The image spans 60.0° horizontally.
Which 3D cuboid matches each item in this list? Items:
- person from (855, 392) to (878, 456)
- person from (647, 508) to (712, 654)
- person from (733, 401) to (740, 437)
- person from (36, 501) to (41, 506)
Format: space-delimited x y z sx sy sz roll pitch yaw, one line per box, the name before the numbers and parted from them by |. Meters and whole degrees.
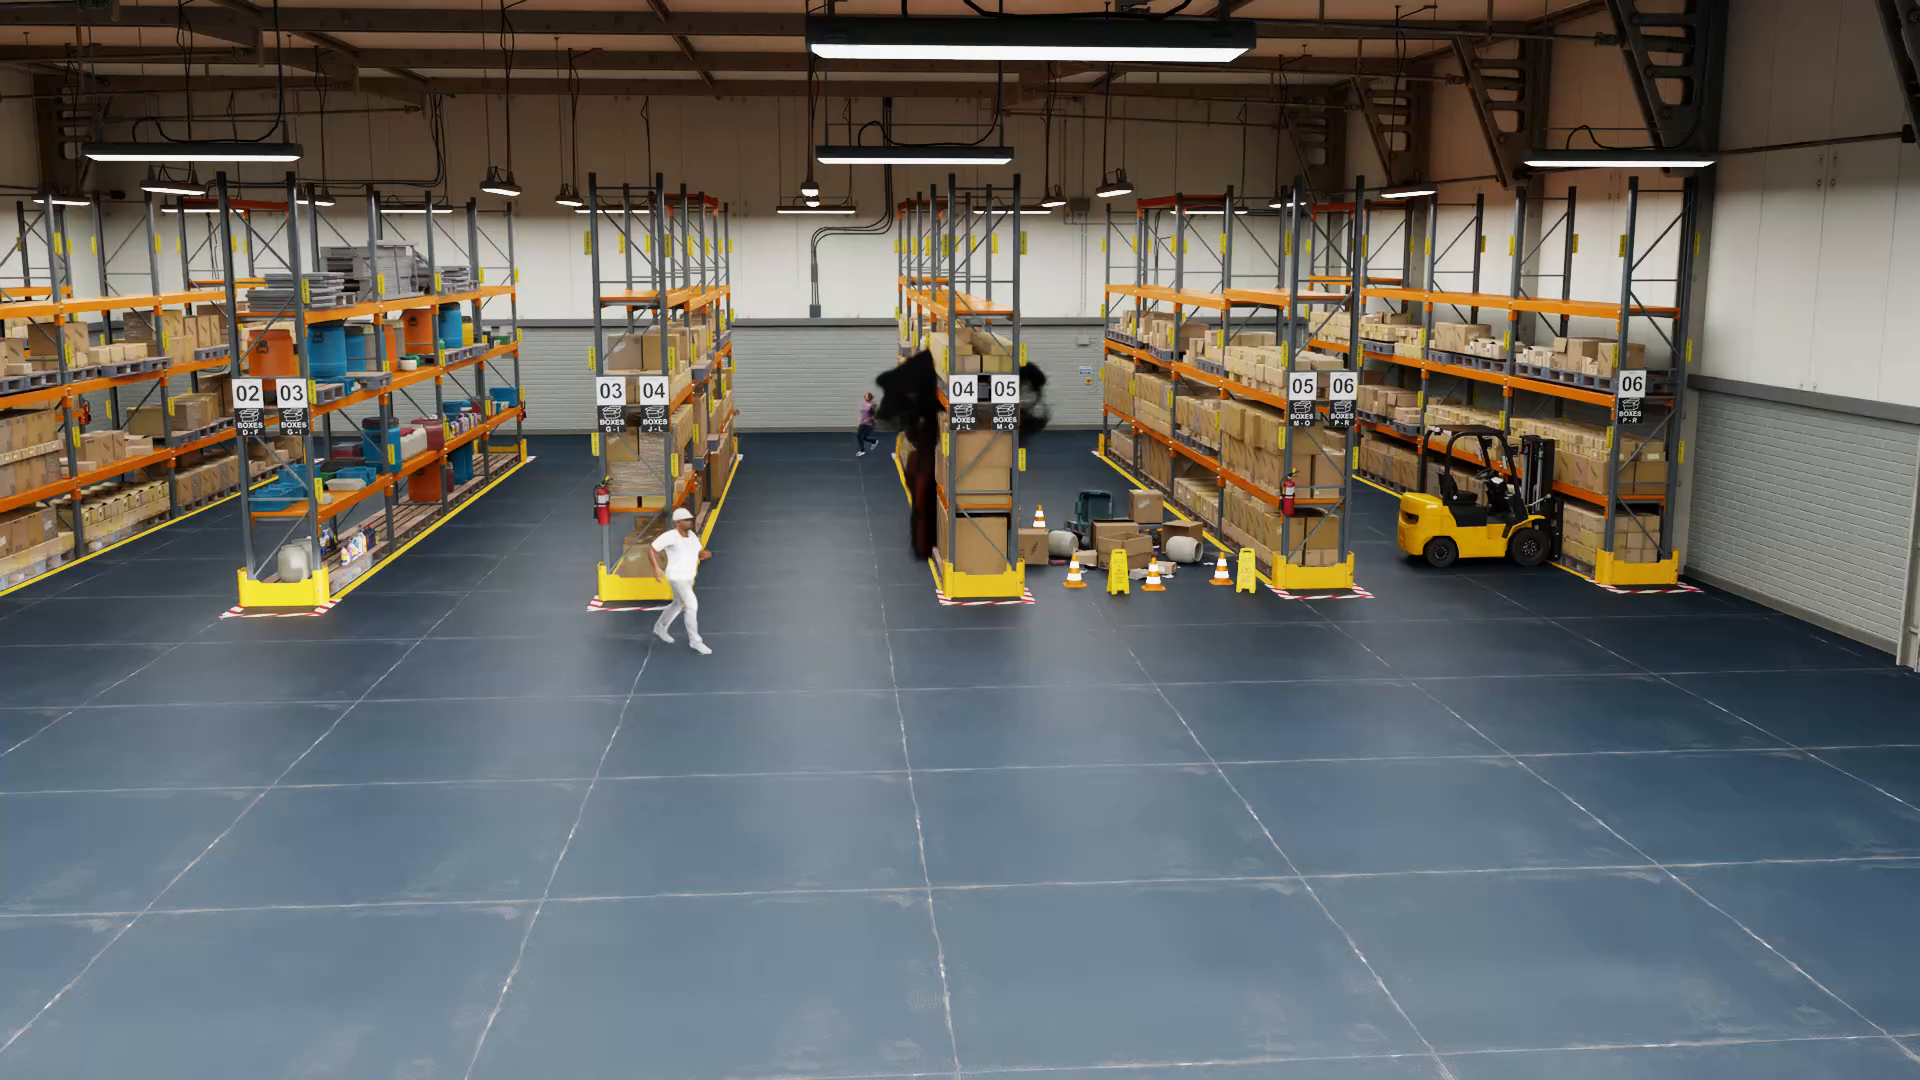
person | -2.189 -2.808 40.264 0.615 1.562 0.585 -9 14 -42
person | -3.487 0.490 20.726 0.912 1.800 0.683 4 11 23
person | -5.645 -2.941 40.518 0.555 1.698 0.664 2 10 13
person | -17.815 -1.403 31.796 0.649 1.723 0.720 -2 10 -8
